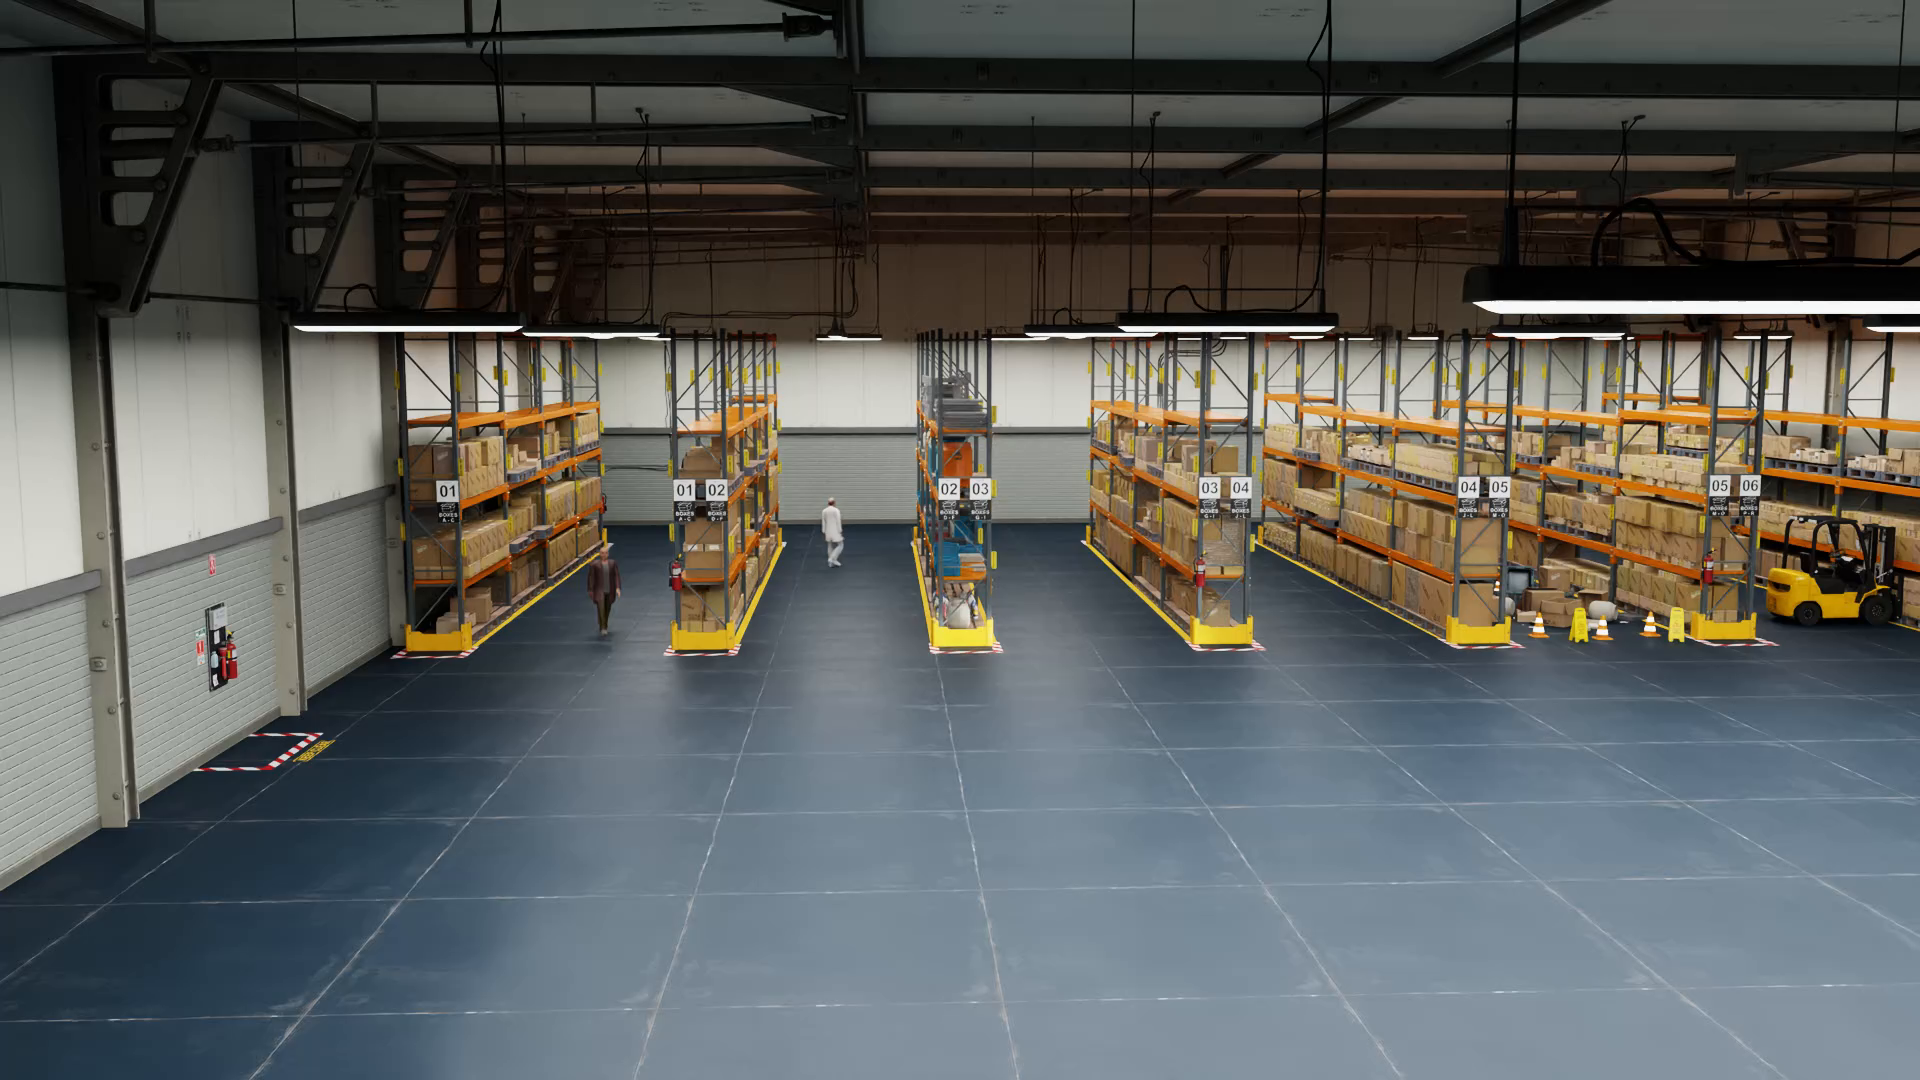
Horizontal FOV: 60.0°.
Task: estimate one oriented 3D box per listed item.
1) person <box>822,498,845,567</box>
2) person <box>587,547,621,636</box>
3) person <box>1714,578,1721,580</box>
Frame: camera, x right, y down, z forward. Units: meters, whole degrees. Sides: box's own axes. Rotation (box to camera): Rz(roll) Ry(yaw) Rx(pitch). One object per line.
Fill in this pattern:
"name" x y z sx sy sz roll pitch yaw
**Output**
"person" -3.284 -0.193 42.753 0.616 1.779 0.528 4 8 33
"person" -6.948 0.998 32.622 0.600 1.729 1.105 -4 8 -32
"person" 16.594 0.644 36.558 0.537 1.571 0.703 -1 7 -12
